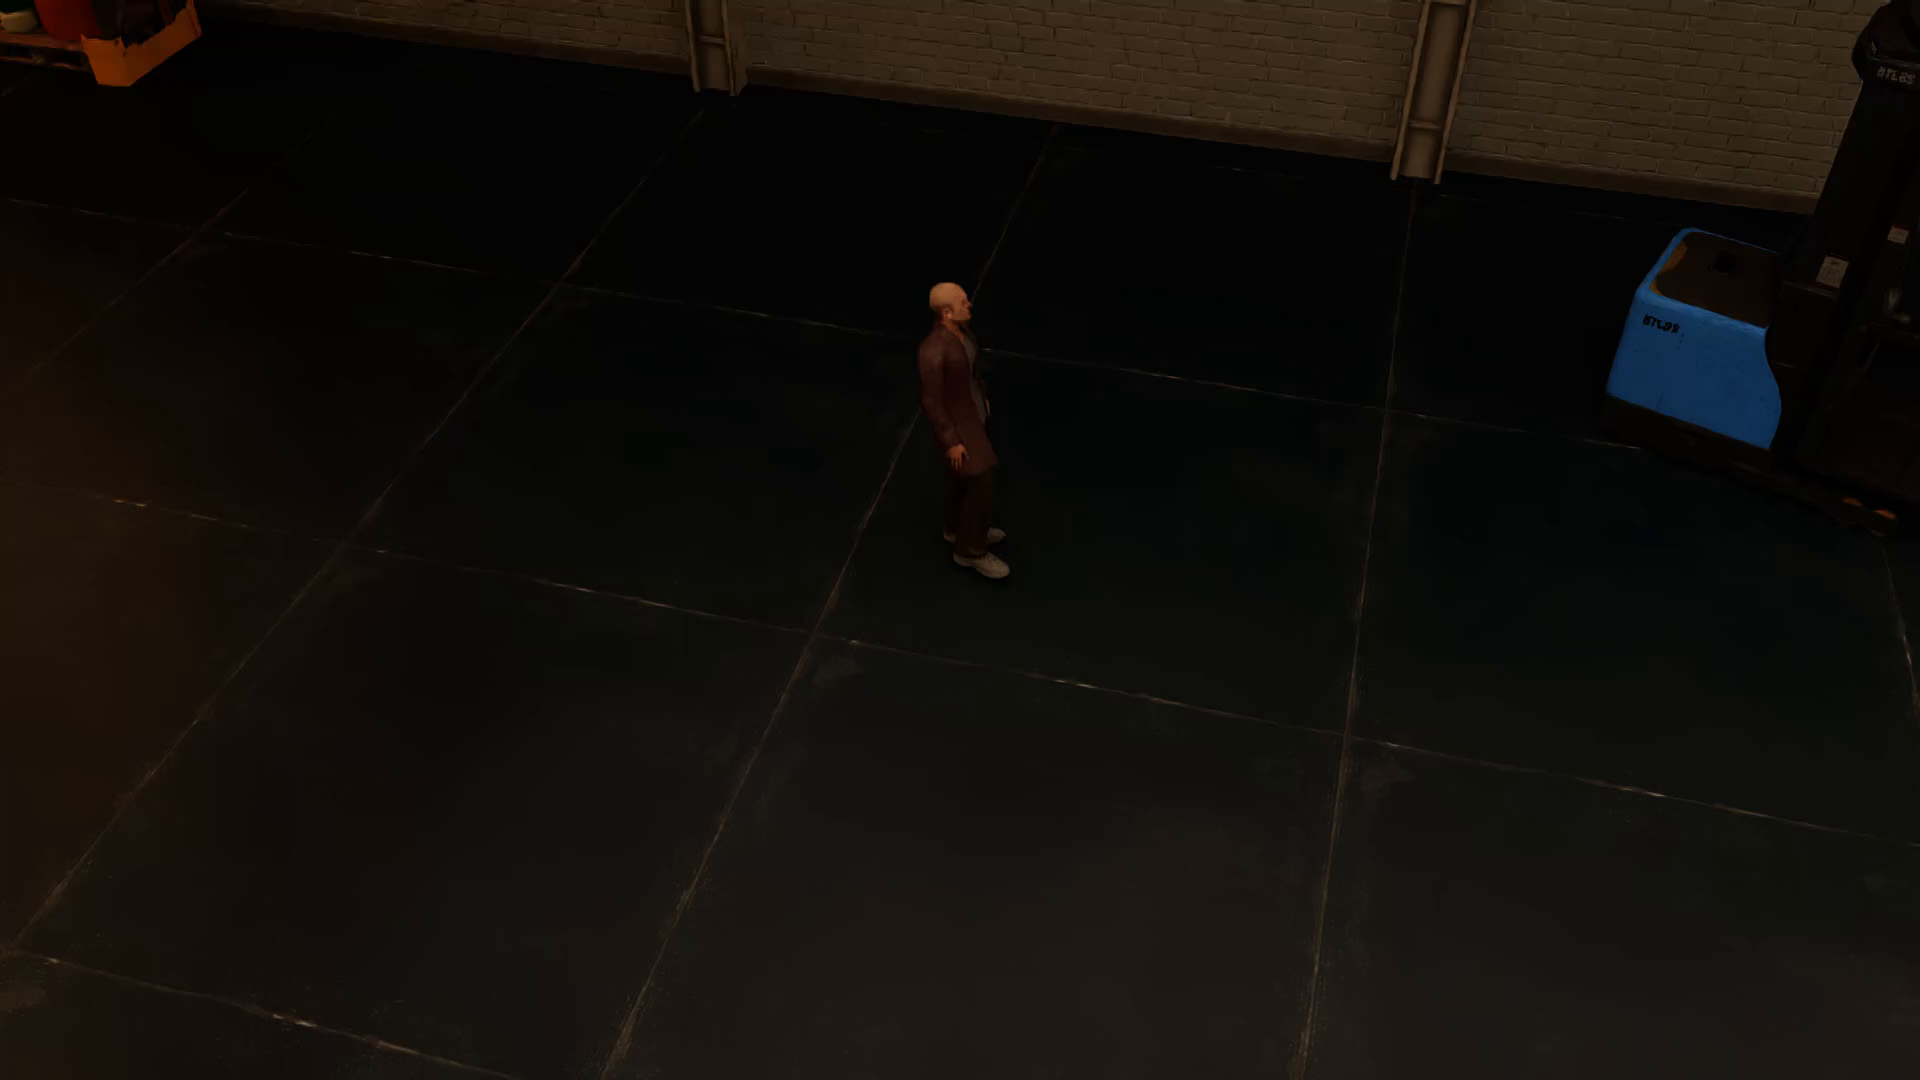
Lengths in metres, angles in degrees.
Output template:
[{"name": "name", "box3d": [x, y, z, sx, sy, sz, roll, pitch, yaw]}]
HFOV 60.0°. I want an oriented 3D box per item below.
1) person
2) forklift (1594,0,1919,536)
[{"name": "person", "box3d": [0.085, -0.656, 9.473, 0.586, 1.774, 0.694, 10, 42, 11]}, {"name": "forklift", "box3d": [5.646, -1.526, 9.602, 3.031, 2.935, 1.130, 25, 47, 26]}]
